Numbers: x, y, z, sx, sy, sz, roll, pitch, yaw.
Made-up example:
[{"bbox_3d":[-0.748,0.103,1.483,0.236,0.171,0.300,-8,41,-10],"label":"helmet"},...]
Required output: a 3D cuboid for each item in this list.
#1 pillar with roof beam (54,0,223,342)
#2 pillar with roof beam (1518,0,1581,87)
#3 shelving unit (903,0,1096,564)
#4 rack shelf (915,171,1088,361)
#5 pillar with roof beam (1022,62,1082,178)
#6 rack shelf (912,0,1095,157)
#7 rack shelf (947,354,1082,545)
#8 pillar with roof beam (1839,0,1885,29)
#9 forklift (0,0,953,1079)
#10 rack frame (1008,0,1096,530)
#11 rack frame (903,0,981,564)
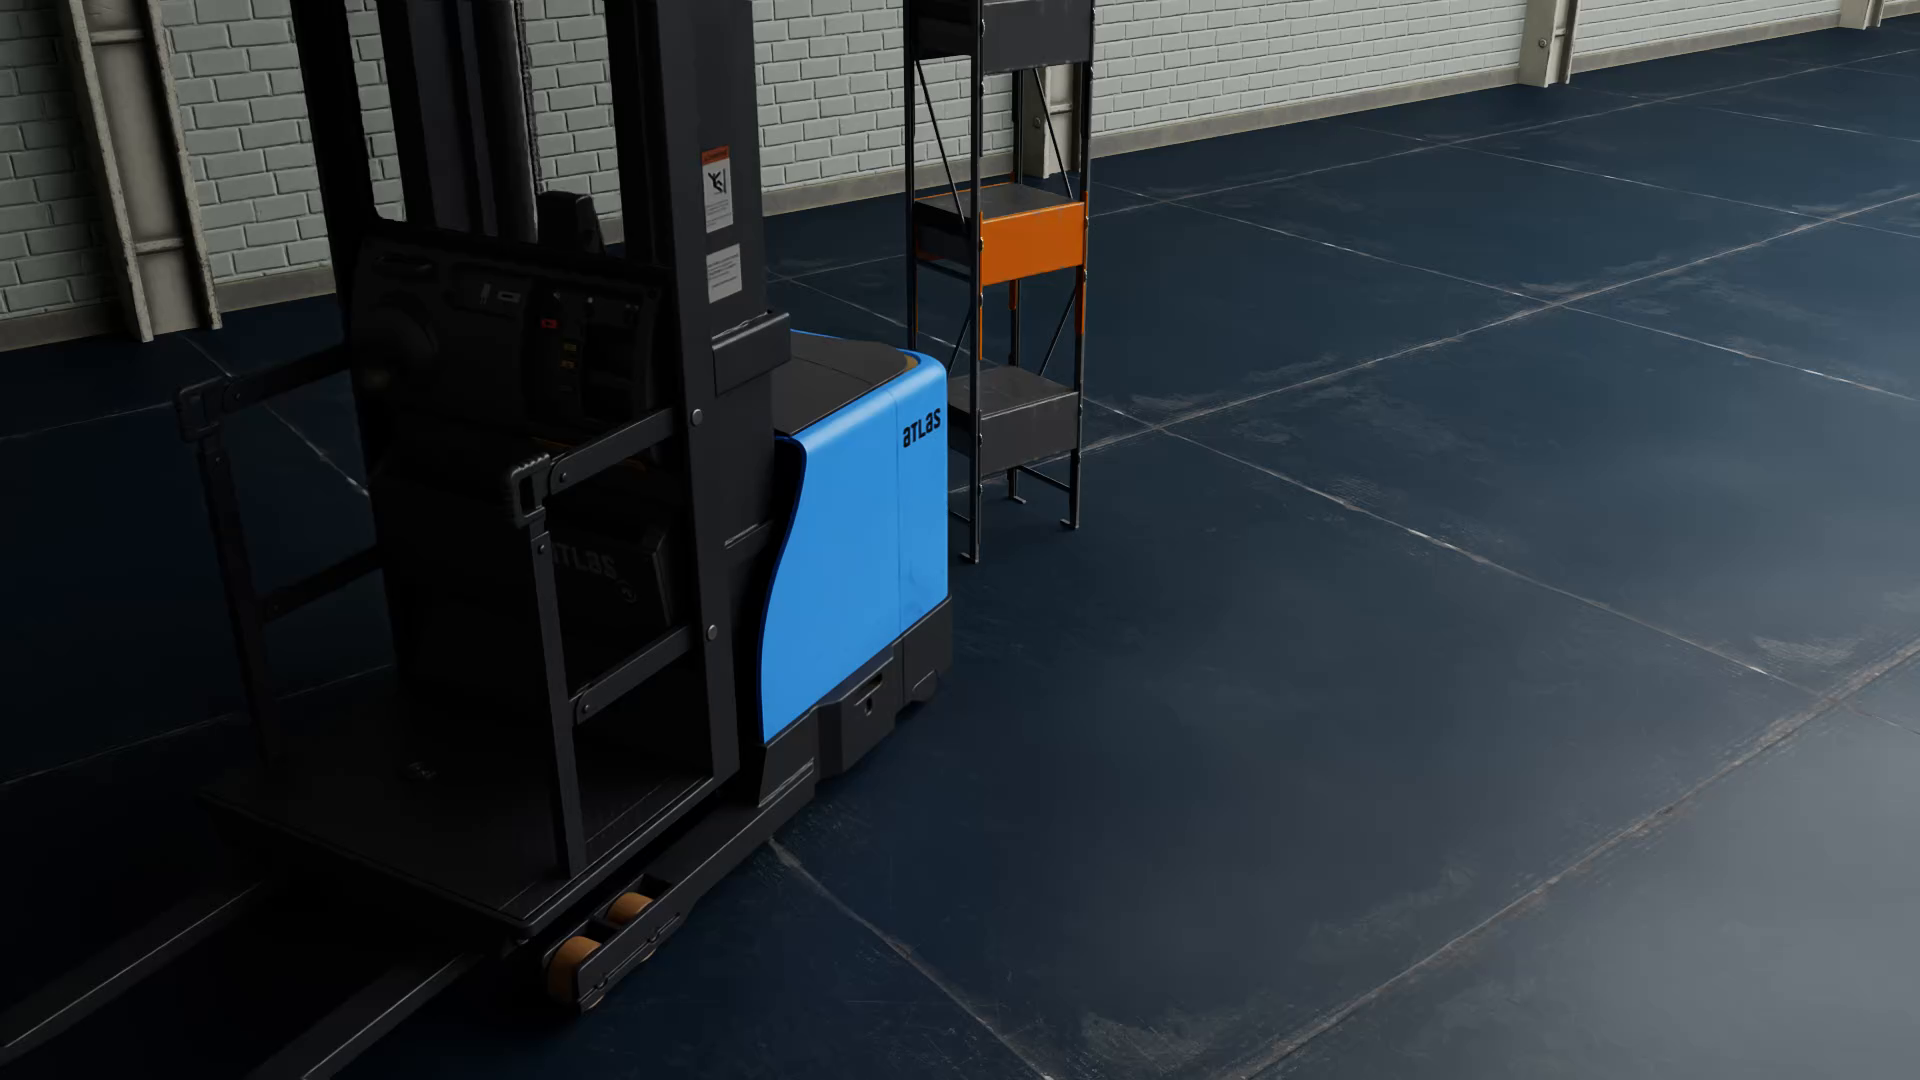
[{"bbox_3d":[-1.416,-3.756,3.653,0.400,9.000,9.100,-18,31,-34],"label":"pillar with roof beam"},{"bbox_3d":[8.027,-6.873,10.369,0.400,9.000,9.100,-18,31,-34],"label":"pillar with roof beam"},{"bbox_3d":[0.130,-0.995,5.901,0.503,2.100,0.431,-18,31,-34],"label":"shelving unit"},{"bbox_3d":[0.130,-0.983,5.906,0.480,0.518,0.431,-18,31,-34],"label":"rack shelf"},{"bbox_3d":[3.306,-5.314,7.011,0.400,9.000,9.100,-18,31,-34],"label":"pillar with roof beam"},{"bbox_3d":[0.130,-1.618,5.612,0.480,0.518,0.431,-18,31,-34],"label":"rack shelf"},{"bbox_3d":[0.130,-0.348,6.201,0.480,0.518,0.431,-18,31,-34],"label":"rack shelf"},{"bbox_3d":[12.749,-8.431,13.728,0.400,9.000,9.100,-18,31,-34],"label":"pillar with roof beam"},{"bbox_3d":[-1.181,-0.451,3.741,1.130,2.935,3.031,13,28,26],"label":"forklift"},{"bbox_3d":[0.322,-1.059,6.037,0.015,2.100,0.400,-18,31,-34],"label":"rack frame"},{"bbox_3d":[-0.062,-0.932,5.764,0.015,2.100,0.400,-18,31,-34],"label":"rack frame"}]
